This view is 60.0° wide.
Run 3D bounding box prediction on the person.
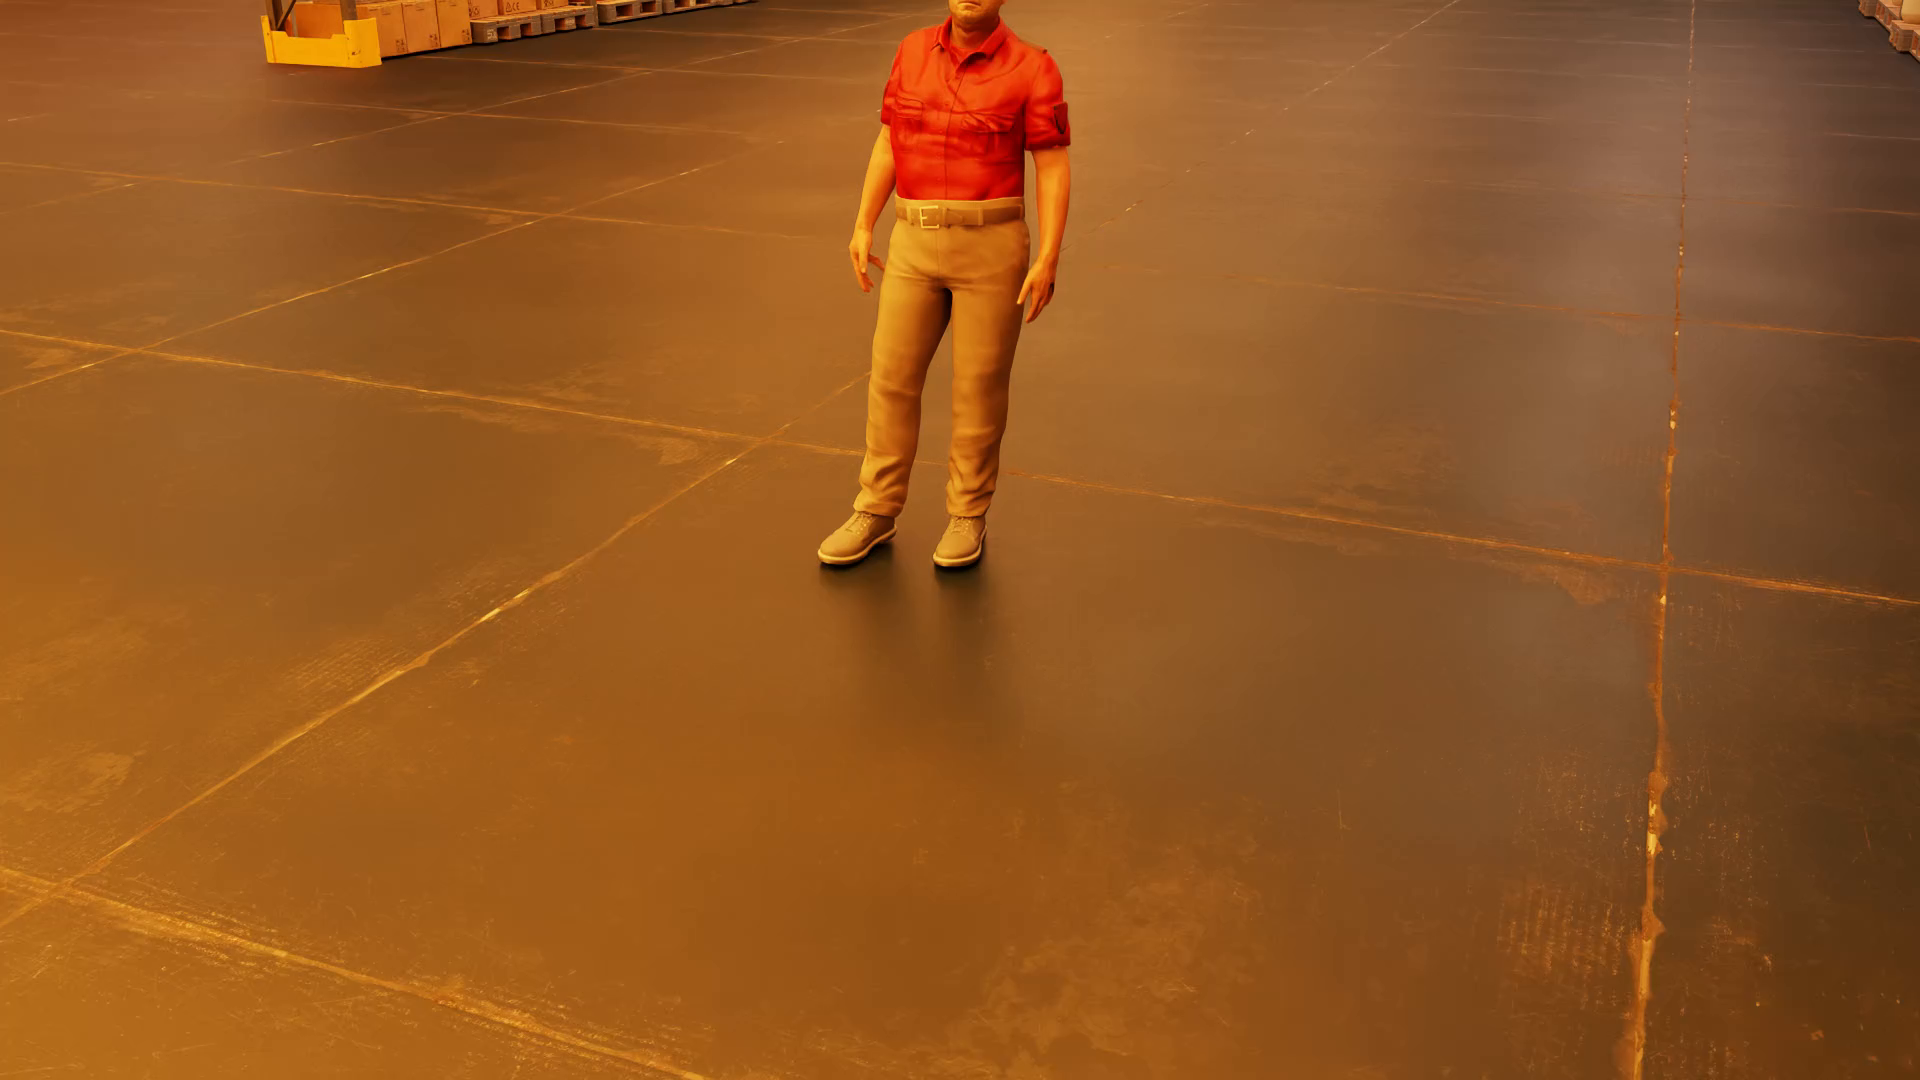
[{"bbox_3d":[-0.045,-0.774,4.684,0.642,1.727,0.550,9,24,21],"label":"person"}]
